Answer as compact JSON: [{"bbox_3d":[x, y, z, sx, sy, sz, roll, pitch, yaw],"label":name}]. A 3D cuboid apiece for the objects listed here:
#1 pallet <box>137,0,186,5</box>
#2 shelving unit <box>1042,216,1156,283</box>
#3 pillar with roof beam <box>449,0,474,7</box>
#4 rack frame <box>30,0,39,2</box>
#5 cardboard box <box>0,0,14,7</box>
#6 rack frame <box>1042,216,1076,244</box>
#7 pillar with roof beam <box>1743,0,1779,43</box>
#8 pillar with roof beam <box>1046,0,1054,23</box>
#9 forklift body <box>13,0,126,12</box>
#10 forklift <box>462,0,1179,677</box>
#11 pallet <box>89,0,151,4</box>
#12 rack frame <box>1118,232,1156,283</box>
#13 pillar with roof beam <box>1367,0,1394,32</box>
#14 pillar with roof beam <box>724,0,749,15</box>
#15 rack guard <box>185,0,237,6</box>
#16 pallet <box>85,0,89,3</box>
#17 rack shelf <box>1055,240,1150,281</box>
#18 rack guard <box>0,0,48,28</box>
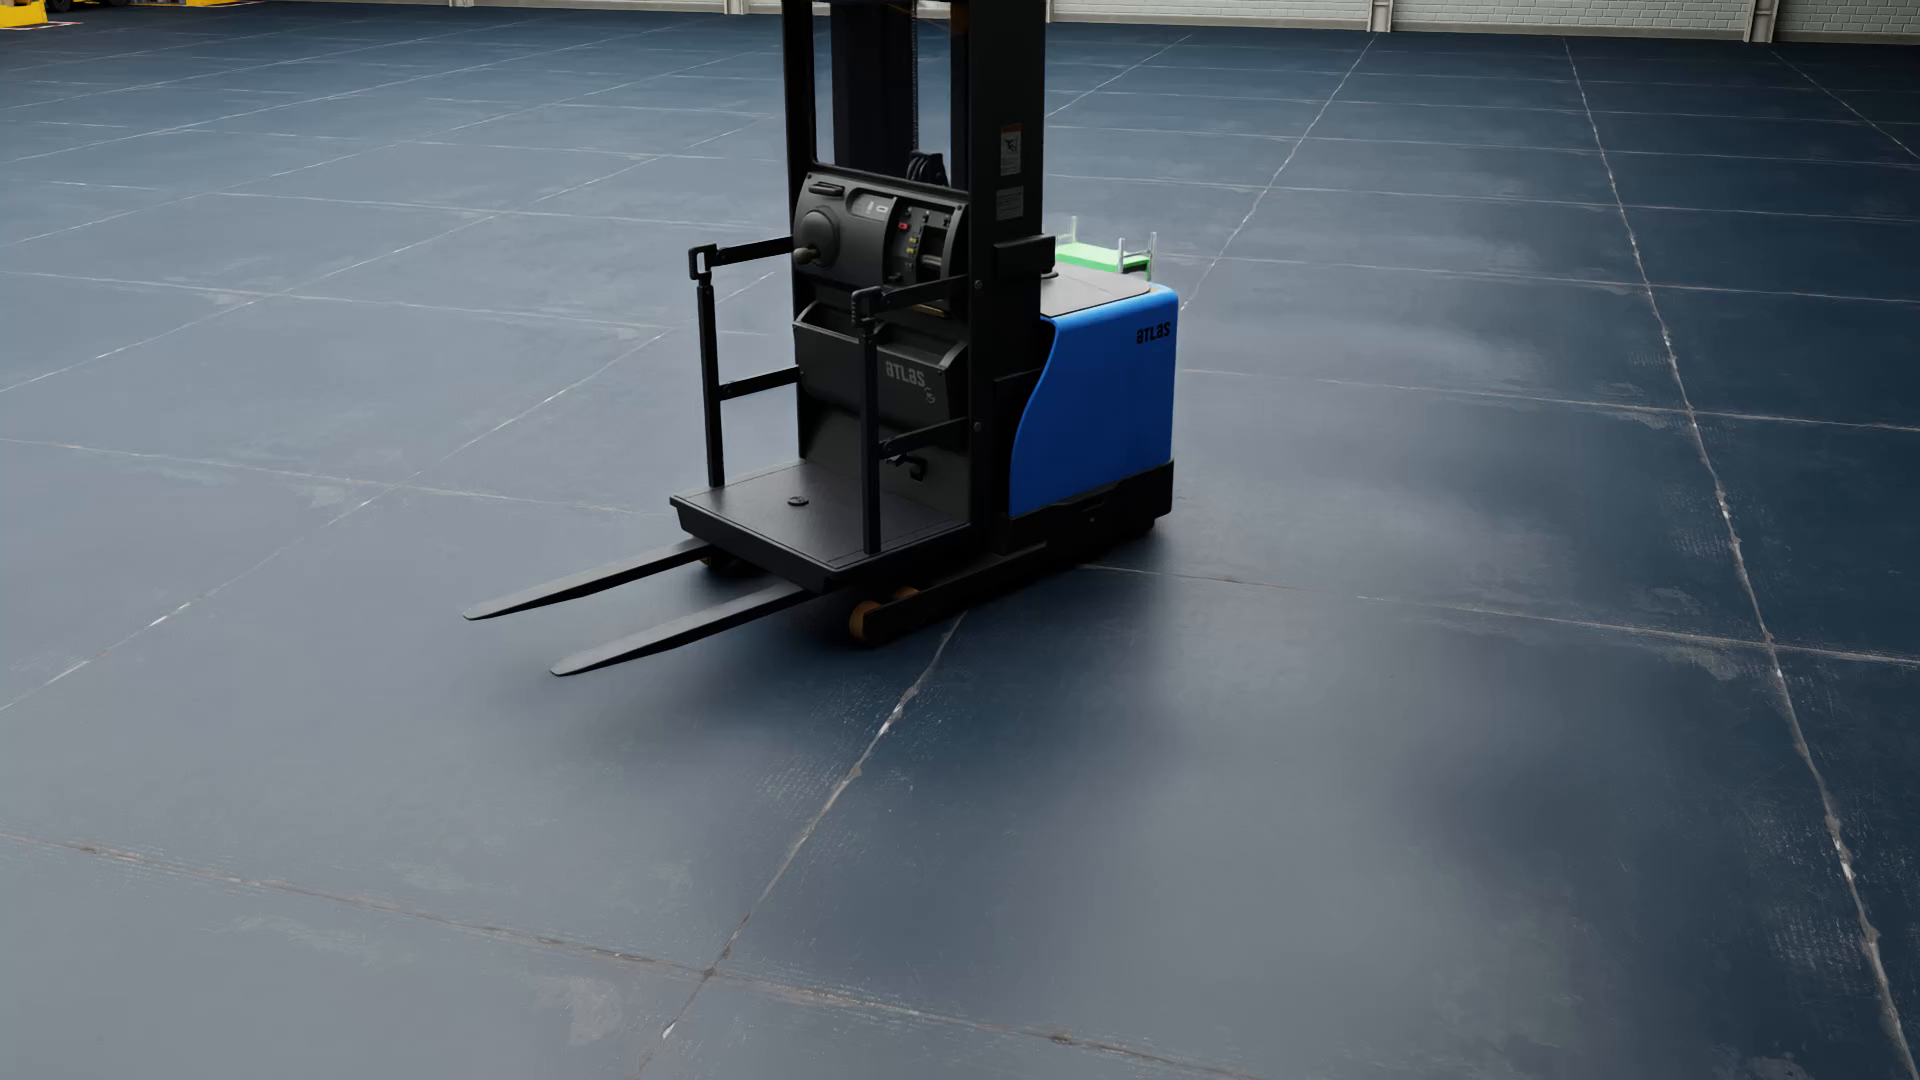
[{"bbox_3d":[-16.095,-11.161,34.200,1.213,0.211,1.003,7,23,16],"label":"pallet"},{"bbox_3d":[0.617,-0.866,7.793,0.258,1.200,0.503,-19,29,-40],"label":"shelving unit"},{"bbox_3d":[-11.256,-13.340,27.933,0.400,9.000,9.100,7,23,16],"label":"pillar with roof beam"},{"bbox_3d":[-16.781,-10.578,29.106,0.127,3.000,1.000,7,23,16],"label":"rack frame"},{"bbox_3d":[-17.473,-9.689,30.009,0.500,0.250,0.500,6,23,15],"label":"cardboard box"},{"bbox_3d":[0.448,-0.932,7.956,0.240,1.200,0.015,-19,29,-40],"label":"rack frame"},{"bbox_3d":[11.721,-10.709,21.519,0.400,9.000,9.100,7,23,16],"label":"pillar with roof beam"},{"bbox_3d":[0.232,-12.024,24.726,0.400,9.000,9.100,7,23,16],"label":"pillar with roof beam"},{"bbox_3d":[-17.693,-11.535,32.556,1.214,2.155,2.313,7,23,16],"label":"forklift body"},{"bbox_3d":[-0.474,-1.181,6.287,3.031,2.935,1.130,-20,29,-39],"label":"forklift"},{"bbox_3d":[-17.259,-11.295,34.528,1.213,0.211,1.003,7,23,15],"label":"pallet"},{"bbox_3d":[0.786,-0.799,7.630,0.240,1.200,0.015,-19,29,-40],"label":"rack frame"},{"bbox_3d":[5.976,-11.366,23.123,0.400,9.000,9.100,7,23,16],"label":"pillar with roof beam"},{"bbox_3d":[-5.512,-12.682,26.329,0.400,9.000,9.100,7,23,16],"label":"pillar with roof beam"},{"bbox_3d":[-15.328,-11.223,33.972,0.348,0.500,1.175,7,23,16],"label":"rack guard"},{"bbox_3d":[-18.431,-11.428,34.852,1.213,0.211,1.003,7,23,16],"label":"pallet"},{"bbox_3d":[0.622,-1.252,7.640,0.258,0.148,0.480,-19,29,-40],"label":"rack shelf"},{"bbox_3d":[-16.854,-9.430,29.601,0.348,0.500,1.175,7,23,16],"label":"rack guard"}]
